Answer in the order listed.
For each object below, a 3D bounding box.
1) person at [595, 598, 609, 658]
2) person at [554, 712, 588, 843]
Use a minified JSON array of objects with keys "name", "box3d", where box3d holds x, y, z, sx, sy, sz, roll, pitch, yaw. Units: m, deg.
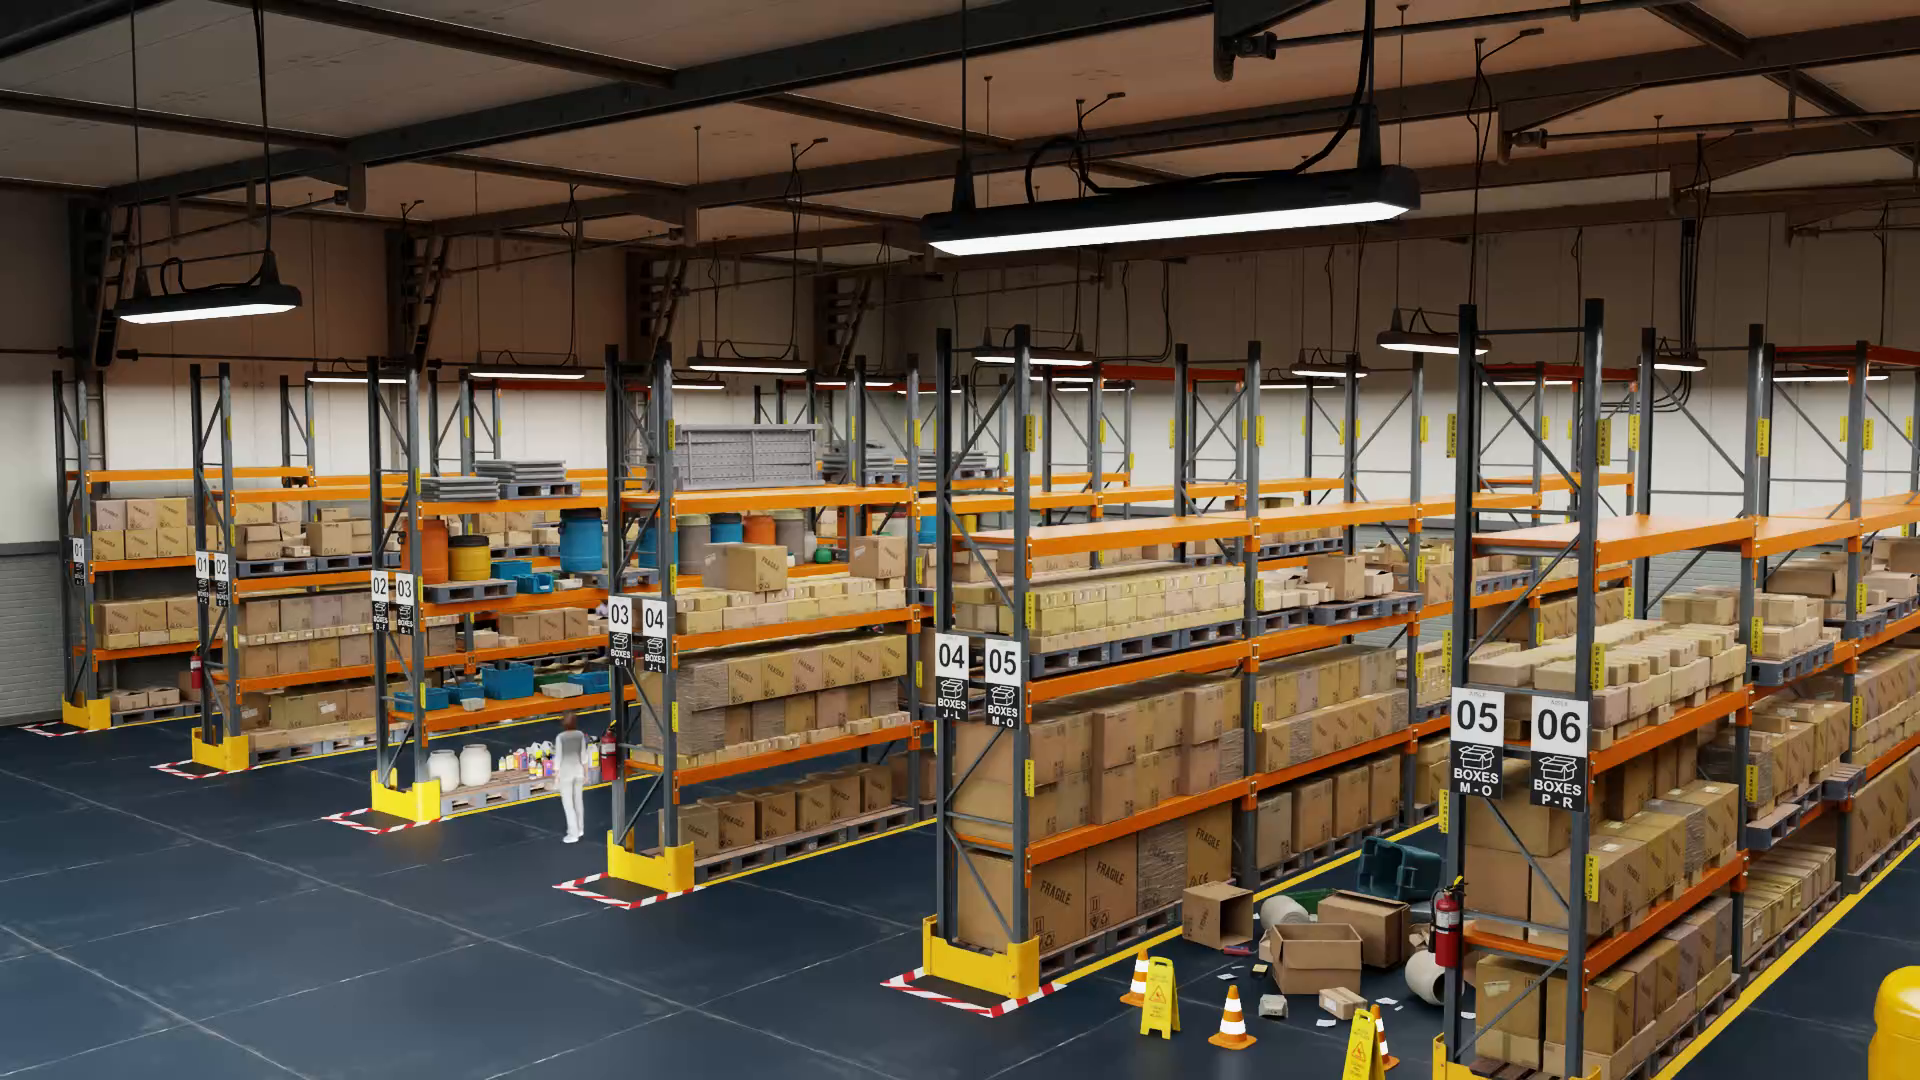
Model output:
[{"name":"person","box3d":[-7.215,1.899,34.335,0.671,1.677,0.530,-2,5,-27]},{"name":"person","box3d":[-4.795,2.897,20.386,0.479,1.614,0.472,3,5,38]}]
